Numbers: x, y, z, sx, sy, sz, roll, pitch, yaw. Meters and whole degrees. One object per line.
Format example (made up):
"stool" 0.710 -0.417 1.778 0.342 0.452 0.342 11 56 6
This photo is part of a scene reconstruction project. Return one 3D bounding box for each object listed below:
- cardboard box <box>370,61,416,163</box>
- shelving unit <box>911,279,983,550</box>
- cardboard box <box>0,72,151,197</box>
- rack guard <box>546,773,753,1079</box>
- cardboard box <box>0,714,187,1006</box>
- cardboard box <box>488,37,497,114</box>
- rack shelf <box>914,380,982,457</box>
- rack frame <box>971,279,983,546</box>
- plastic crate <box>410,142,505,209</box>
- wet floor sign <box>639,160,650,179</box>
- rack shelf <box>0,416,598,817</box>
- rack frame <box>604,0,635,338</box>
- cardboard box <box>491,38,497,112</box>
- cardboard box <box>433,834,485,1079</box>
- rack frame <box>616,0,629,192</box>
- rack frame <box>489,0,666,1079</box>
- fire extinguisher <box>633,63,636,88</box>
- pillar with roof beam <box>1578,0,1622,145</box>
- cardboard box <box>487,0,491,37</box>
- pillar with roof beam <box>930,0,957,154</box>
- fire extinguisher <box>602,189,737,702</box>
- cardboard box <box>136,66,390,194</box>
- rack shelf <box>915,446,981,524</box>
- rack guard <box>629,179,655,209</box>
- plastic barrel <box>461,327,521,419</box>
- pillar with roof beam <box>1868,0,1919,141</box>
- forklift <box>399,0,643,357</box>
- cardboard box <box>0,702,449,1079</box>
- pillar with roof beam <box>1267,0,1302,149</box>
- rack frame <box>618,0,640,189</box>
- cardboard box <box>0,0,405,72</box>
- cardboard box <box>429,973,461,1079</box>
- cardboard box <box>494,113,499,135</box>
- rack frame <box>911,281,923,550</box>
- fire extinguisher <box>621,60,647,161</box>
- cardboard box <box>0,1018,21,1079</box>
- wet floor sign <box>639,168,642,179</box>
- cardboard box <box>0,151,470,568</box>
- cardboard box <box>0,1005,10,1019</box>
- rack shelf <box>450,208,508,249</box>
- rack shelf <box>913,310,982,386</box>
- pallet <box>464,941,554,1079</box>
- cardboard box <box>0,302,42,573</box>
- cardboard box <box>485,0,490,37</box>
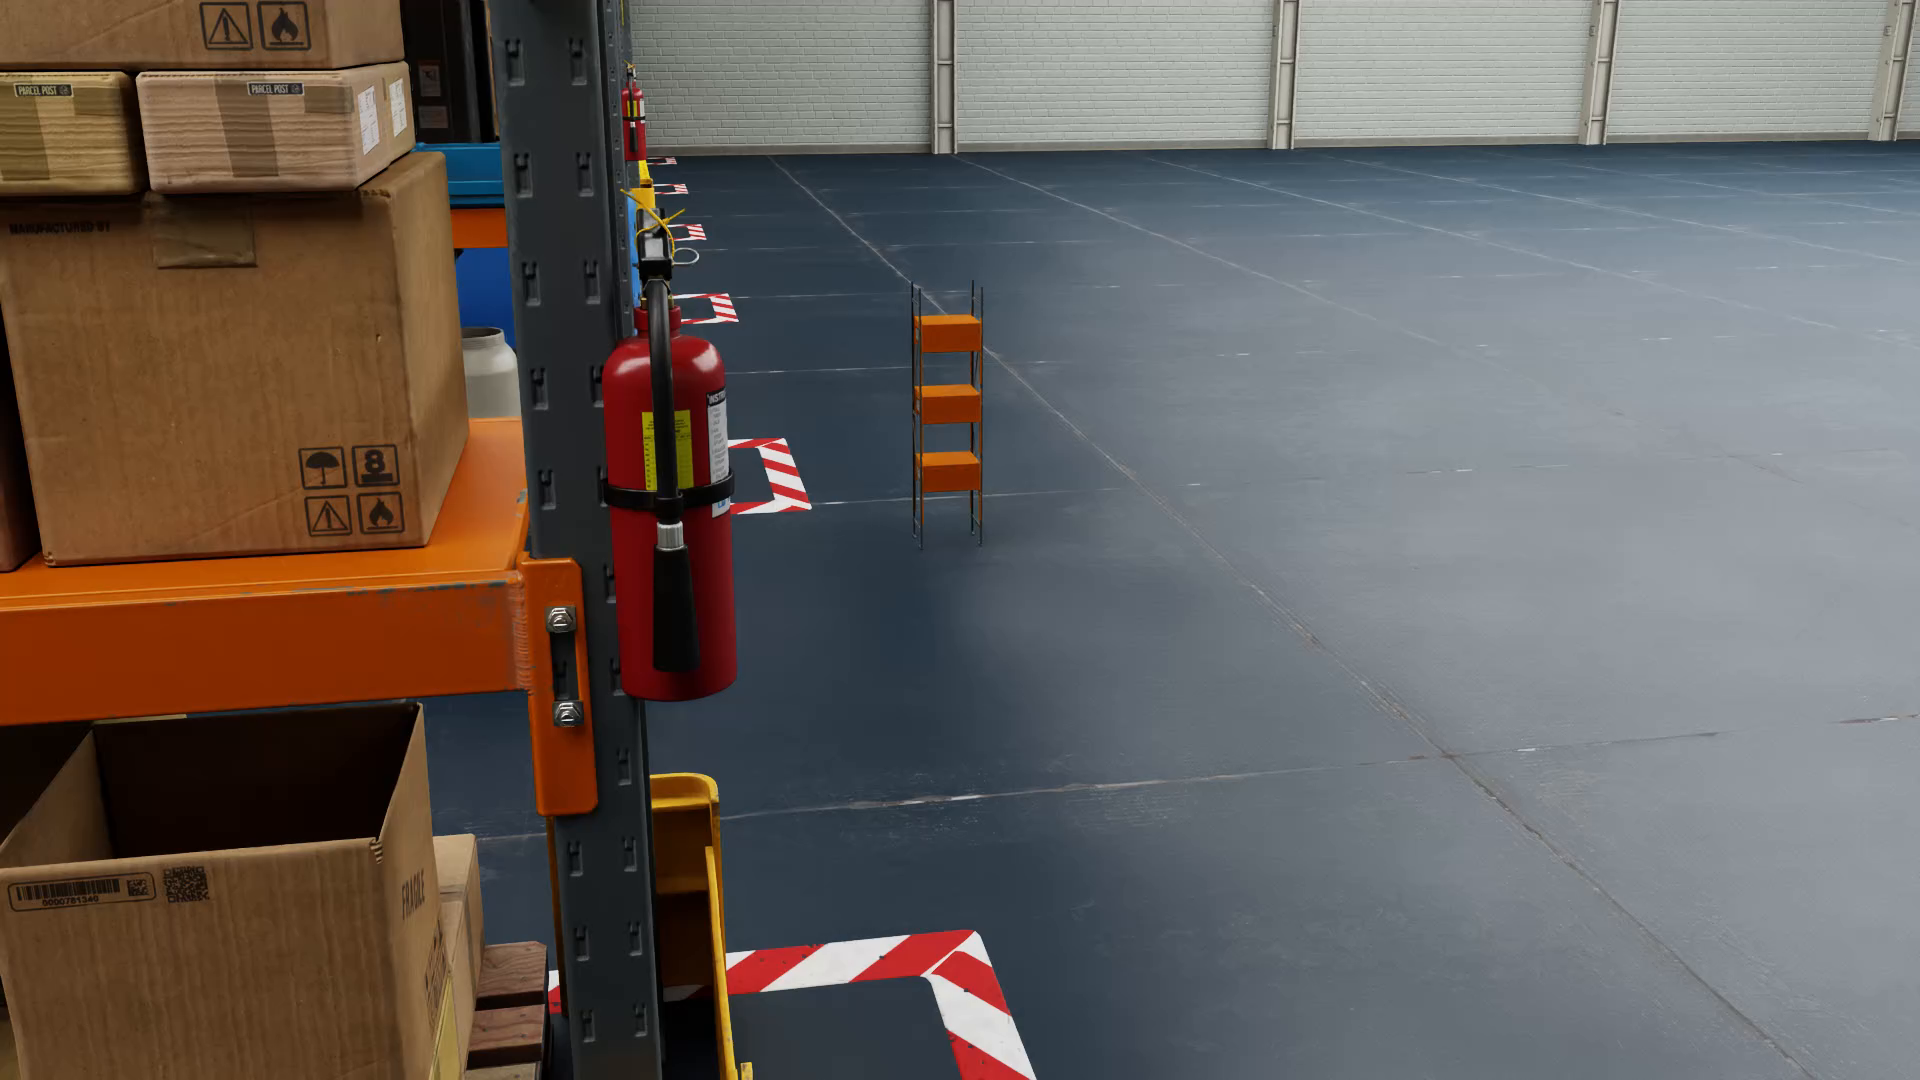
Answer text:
"cardboard box" -1.028 -0.686 2.663 0.250 0.149 0.380 -3 17 -11
"shelving unit" -0.053 -0.499 6.648 0.252 1.050 0.215 -3 17 -10
"cardboard box" -1.198 -0.555 2.235 0.250 0.149 0.380 -3 17 -9
"rack guard" -0.578 0.905 3.013 0.348 0.500 1.175 -3 17 -10
"cardboard box" -1.661 0.461 2.893 0.500 0.500 0.500 -3 17 -10
"cardboard box" -3.491 -3.249 11.605 0.500 0.500 0.875 -3 17 -10
"rack shelf" -0.053 -0.489 6.651 0.240 0.259 0.215 -3 17 -10
"rack frame" 0.067 -0.506 6.670 0.008 1.050 0.200 -3 17 -10
"plastic crate" -1.973 -1.531 6.942 0.616 0.251 0.499 -3 17 -10
"wet floor sign" -3.968 -4.578 20.617 0.232 0.644 0.267 3 17 9
"rack shelf" -2.566 0.167 2.385 4.000 0.370 1.077 -3 17 -10
"rack frame" -1.538 -1.716 7.291 0.127 3.000 1.000 -3 17 -10
"cardboard box" -3.023 -3.312 11.808 0.500 0.500 0.875 -3 17 -10
"cardboard box" -1.171 0.791 3.095 0.500 0.250 0.500 -3 17 -10
"rack frame" -2.477 -3.144 11.940 0.127 3.000 1.000 -3 17 -10
"rack frame" -0.602 -0.288 2.642 0.127 3.000 1.000 -3 17 -10
"fire extinguisher" -4.158 -5.838 20.841 0.183 0.674 0.296 -3 17 -10
"pillar with roof beam" 12.332 -10.282 24.962 0.400 9.000 9.100 -3 17 -10
"cardboard box" -2.971 -3.710 11.403 0.500 0.500 0.500 -3 17 -10
"pillar with roof beam" 0.550 -9.614 22.786 0.400 9.000 9.100 -3 17 -10
"fire extinguisher" -0.398 -0.124 2.239 0.183 0.674 0.296 -3 17 -10
"cardboard box" -0.941 -0.570 2.284 0.250 0.149 0.380 -4 17 -11
"rack shelf" -0.053 -0.223 6.733 0.240 0.259 0.215 -3 17 -10
"rack guard" -3.296 -3.386 16.985 0.348 0.500 1.175 -3 17 -10
"plastic barrel" -2.170 -0.669 7.404 0.421 0.512 0.421 0 17 0
"pillar with roof beam" 18.224 -10.616 26.050 0.400 9.000 9.100 -3 17 -10
"forklift" -3.371 -2.285 9.258 3.031 2.935 1.130 -2 17 -7
"cardboard box" -1.072 0.582 2.497 0.500 0.500 0.500 -3 17 -10
"pillar with roof beam" 6.441 -9.948 23.874 0.400 9.000 9.100 -3 17 -10
"rack frame" -3.319 -4.580 16.614 0.127 3.000 1.000 -3 17 -10
"cardboard box" -1.115 -0.931 2.354 0.500 0.500 0.700 -3 17 -10
"cardboard box" -1.072 0.940 2.609 0.500 0.250 0.500 -3 17 -10
"cardboard box" -3.199 -2.906 11.593 0.250 0.149 0.380 -3 17 -10
"rack frame" -0.172 -0.492 6.626 0.008 1.050 0.200 -3 17 -10
"fire extinguisher" -2.278 -2.981 11.540 0.183 0.674 0.296 -3 17 -10
"cardboard box" -1.561 0.972 2.507 0.500 0.250 0.500 -3 17 -10
"wet floor sign" -3.666 -4.027 18.823 0.232 0.644 0.267 -6 18 -20
"cardboard box" -1.063 -0.314 2.554 0.500 0.500 0.700 -3 17 -10
"cardboard box" -1.661 0.820 3.001 0.500 0.250 0.500 -3 17 -10
"rack shelf" -3.502 -1.261 7.034 4.000 0.370 1.077 -3 17 -10
"rack shelf" -0.053 -0.760 6.568 0.240 0.259 0.215 -3 17 -10
"pallet" -1.345 1.099 2.873 1.213 0.211 1.003 -3 17 -10
"cardboard box" -1.577 -0.283 2.455 0.500 0.500 0.700 -3 17 -9
"cardboard box" -3.460 -3.681 11.307 0.500 0.500 0.500 -3 17 -10
